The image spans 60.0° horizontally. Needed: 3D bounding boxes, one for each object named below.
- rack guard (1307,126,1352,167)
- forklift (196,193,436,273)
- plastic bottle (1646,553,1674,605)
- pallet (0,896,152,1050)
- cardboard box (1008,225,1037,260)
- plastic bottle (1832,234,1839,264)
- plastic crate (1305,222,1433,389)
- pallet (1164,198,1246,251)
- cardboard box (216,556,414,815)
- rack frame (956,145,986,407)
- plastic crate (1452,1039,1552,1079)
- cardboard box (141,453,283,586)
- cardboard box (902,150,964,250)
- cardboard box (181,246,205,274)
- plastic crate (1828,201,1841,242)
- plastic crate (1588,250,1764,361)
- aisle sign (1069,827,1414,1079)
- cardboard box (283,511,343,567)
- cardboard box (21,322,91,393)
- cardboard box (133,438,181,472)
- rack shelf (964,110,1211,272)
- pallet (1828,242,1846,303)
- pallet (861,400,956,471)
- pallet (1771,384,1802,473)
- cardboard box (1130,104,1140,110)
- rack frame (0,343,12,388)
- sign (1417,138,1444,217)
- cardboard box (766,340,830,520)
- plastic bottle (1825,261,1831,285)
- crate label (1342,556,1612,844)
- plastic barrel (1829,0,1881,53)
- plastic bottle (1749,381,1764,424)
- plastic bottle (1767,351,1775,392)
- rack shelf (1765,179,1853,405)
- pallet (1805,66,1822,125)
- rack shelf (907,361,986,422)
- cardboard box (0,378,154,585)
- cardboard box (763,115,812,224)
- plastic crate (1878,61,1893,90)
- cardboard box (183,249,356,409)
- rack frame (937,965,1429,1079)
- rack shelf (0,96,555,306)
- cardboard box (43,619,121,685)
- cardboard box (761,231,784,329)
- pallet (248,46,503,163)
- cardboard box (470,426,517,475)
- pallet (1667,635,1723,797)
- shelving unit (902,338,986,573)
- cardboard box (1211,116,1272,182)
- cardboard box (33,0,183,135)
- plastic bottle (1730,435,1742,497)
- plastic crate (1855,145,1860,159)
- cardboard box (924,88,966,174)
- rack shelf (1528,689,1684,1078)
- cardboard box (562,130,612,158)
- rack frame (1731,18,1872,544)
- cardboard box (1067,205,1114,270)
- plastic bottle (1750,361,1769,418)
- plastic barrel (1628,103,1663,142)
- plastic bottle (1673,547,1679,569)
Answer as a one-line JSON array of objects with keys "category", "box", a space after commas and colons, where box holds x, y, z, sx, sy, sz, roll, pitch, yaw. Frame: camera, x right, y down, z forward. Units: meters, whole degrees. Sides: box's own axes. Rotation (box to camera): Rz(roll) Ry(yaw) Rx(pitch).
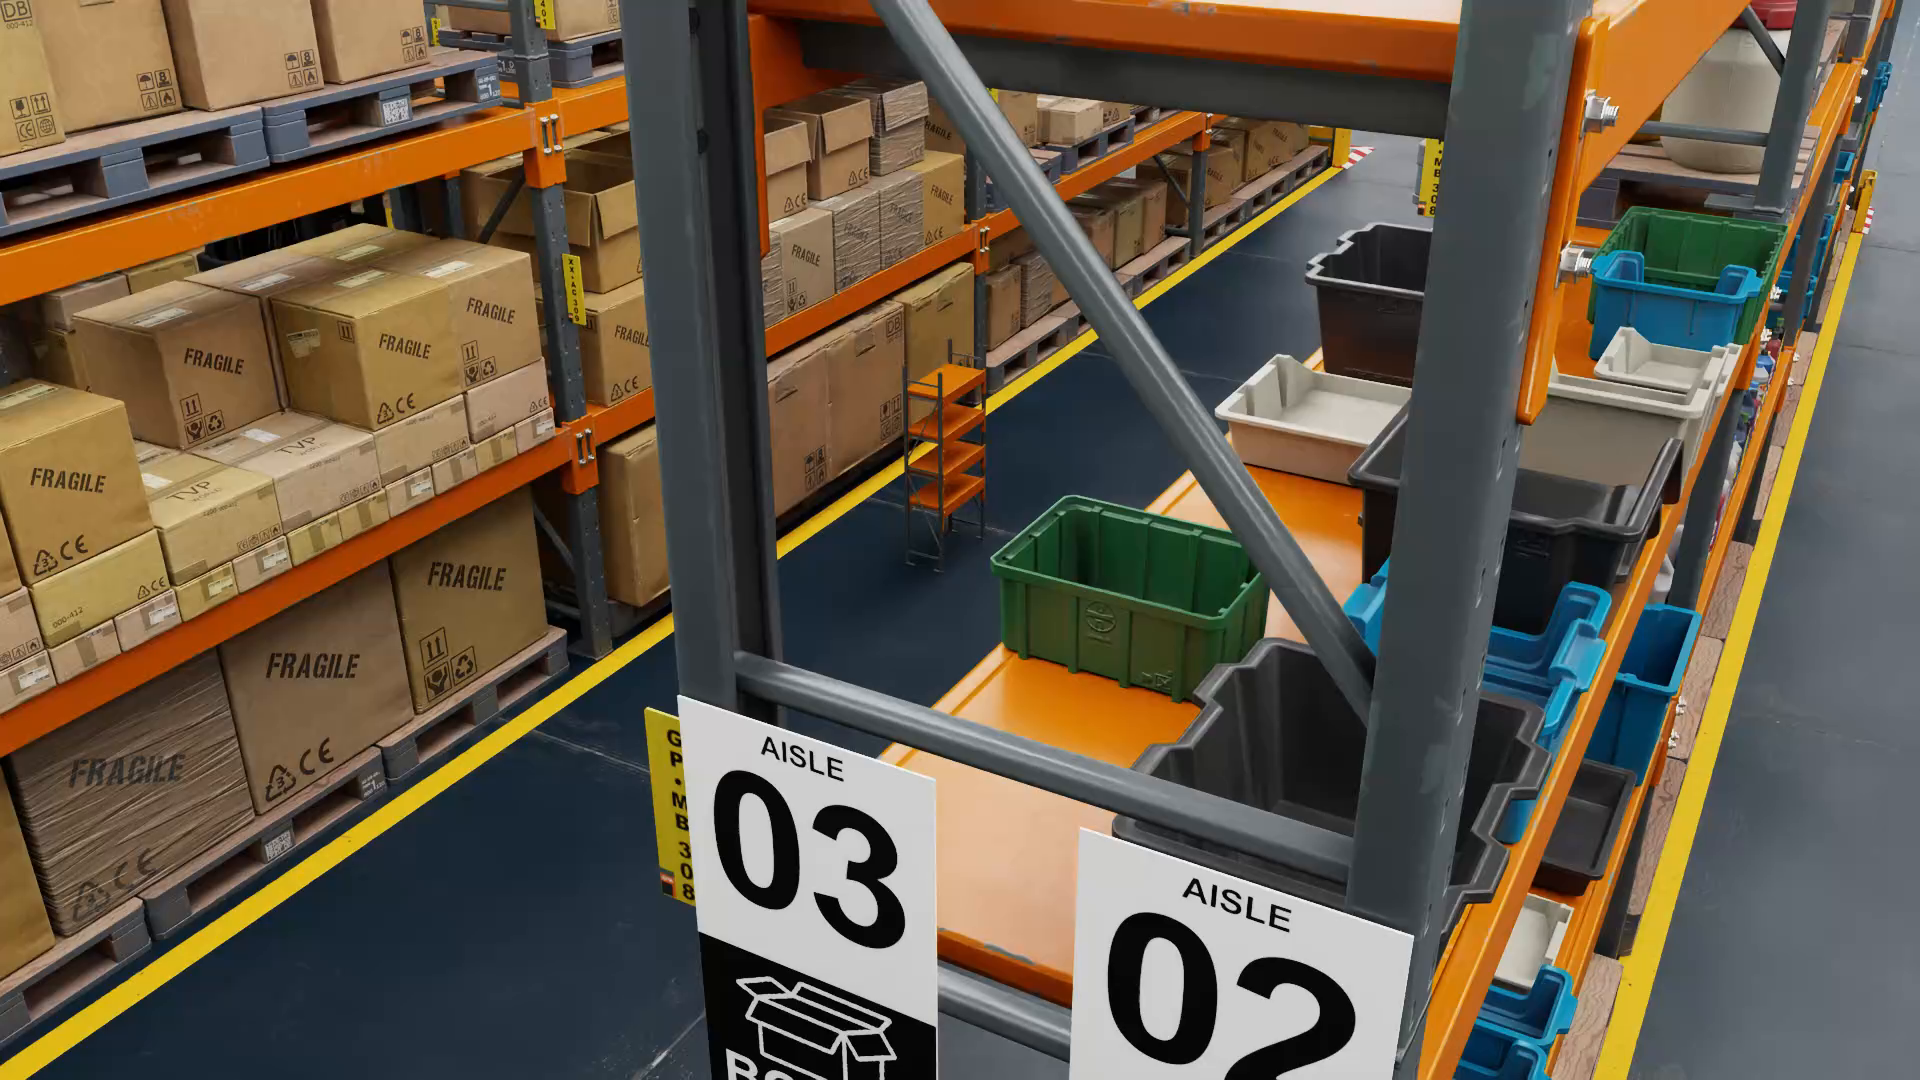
[{"category": "rack guard", "box": [3.610, -4.378, 17.938, 1.175, 0.500, 0.348, 14, 30, 26]}, {"category": "forklift", "box": [-3.968, -2.035, 10.541, 1.130, 2.935, 3.031, 8, 28, 16]}, {"category": "plastic bottle", "box": [2.531, 0.182, 6.090, 0.144, 0.351, 0.185, 14, 30, 26]}, {"category": "pallet", "box": [-3.899, 1.628, 6.262, 1.003, 0.211, 1.213, 14, 30, 26]}, {"category": "cardboard box", "box": [0.267, -2.299, 12.455, 0.500, 0.250, 0.500, 18, 32, 32]}, {"category": "plastic bottle", "box": [7.221, -2.455, 13.855, 0.152, 0.276, 0.135, 13, 30, 25]}, {"category": "plastic crate", "box": [1.206, -0.618, 4.428, 0.497, 0.269, 0.590, 14, 30, 26]}, {"category": "pallet", "box": [1.979, -2.989, 15.486, 1.003, 0.211, 1.213, 14, 30, 26]}, {"category": "cardboard box", "box": [-3.093, 0.504, 7.297, 0.875, 0.875, 0.875, 14, 30, 26]}, {"category": "rack frame", "box": [-0.288, -2.408, 11.209, 1.000, 3.000, 0.127, 14, 30, 26]}, {"category": "plastic crate", "box": [1.144, 1.312, 3.899, 0.416, 0.233, 0.300, 14, 30, 26]}, {"category": "cardboard box", "box": [-3.000, -0.087, 6.409, 0.500, 0.250, 0.500, 14, 30, 25]}, {"category": "cardboard box", "box": [-0.315, -2.206, 10.694, 0.500, 0.500, 0.500, 15, 30, 28]}, {"category": "cardboard box", "box": [-5.417, -2.022, 11.923, 0.500, 0.250, 0.500, 15, 30, 28]}, {"category": "plastic crate", "box": [5.381, -2.041, 10.712, 0.450, 0.188, 0.662, 14, 30, 26]}, {"category": "plastic crate", "box": [1.886, -0.600, 4.433, 0.416, 0.233, 0.300, 14, 30, 26]}, {"category": "aisle sign", "box": [0.312, 0.731, 2.034, 0.394, 0.787, 0.004, 14, 30, 26]}, {"category": "cardboard box", "box": [-2.753, -0.045, 6.769, 0.380, 0.149, 0.250, 14, 30, 25]}, {"category": "cardboard box", "box": [-5.930, -1.280, 11.280, 0.500, 0.500, 0.500, 15, 30, 28]}, {"category": "cardboard box", "box": [-3.464, -0.203, 6.640, 0.500, 0.250, 0.500, 14, 30, 26]}, {"category": "rack shelf", "box": [0.696, -2.866, 12.927, 1.077, 0.370, 4.000, 14, 30, 26]}, {"category": "pallet", "box": [6.957, -2.359, 14.227, 1.003, 0.211, 1.213, 14, 30, 26]}, {"category": "pallet", "box": [-0.742, -0.870, 11.253, 1.003, 0.211, 1.213, 14, 30, 26]}, {"category": "pallet", "box": [5.040, -0.837, 11.187, 1.003, 0.211, 1.213, 14, 30, 26]}, {"category": "cardboard box", "box": [1.167, -4.144, 13.538, 1.000, 1.000, 1.000, 14, 30, 26]}, {"category": "rack frame", "box": [-6.525, -1.981, 10.356, 1.000, 3.000, 0.127, 14, 30, 26]}, {"category": "sign", "box": [1.578, -1.226, 5.486, 0.100, 0.325, 0.005, 14, 30, 26]}, {"category": "cardboard box", "box": [-1.520, -0.689, 9.680, 1.225, 0.875, 0.875, 13, 29, 24]}, {"category": "plastic bottle", "box": [6.843, -2.185, 13.232, 0.144, 0.351, 0.185, 13, 29, 24]}, {"category": "crate label", "box": [0.824, 0.237, 2.740, 0.408, 0.251, 0.502, 14, 30, 26]}, {"category": "plastic barrel", "box": [4.443, -2.762, 8.441, 0.421, 0.512, 0.421, 0, 27, 0]}, {"category": "plastic bottle", "box": [3.771, -0.656, 7.932, 0.097, 0.201, 0.097, 0, 27, 0]}, {"category": "plastic bottle", "box": [4.010, -0.846, 8.311, 0.097, 0.201, 0.097, 0, 27, 0]}, {"category": "rack shelf", "box": [5.008, -1.775, 10.749, 1.077, 0.370, 4.000, 14, 30, 26]}, {"category": "pallet", "box": [2.912, -1.785, 6.825, 1.003, 0.211, 1.213, 14, 30, 26]}, {"category": "rack shelf", "box": [-0.081, -0.823, 9.177, 0.258, 0.148, 0.480, 14, 30, 26]}, {"category": "cardboard box", "box": [-3.257, -0.217, 5.830, 0.500, 0.500, 0.500, 13, 30, 25]}, {"category": "cardboard box", "box": [-1.309, -2.104, 9.369, 0.797, 0.503, 0.637, 15, 30, 28]}, {"category": "plastic crate", "box": [7.974, -4.108, 14.771, 0.499, 0.251, 0.616, 14, 30, 26]}, {"category": "cardboard box", "box": [-2.963, -0.930, 7.254, 0.500, 0.500, 0.500, 14, 30, 26]}, {"category": "rack frame", "box": [0.088, 1.801, 2.802, 1.000, 3.000, 0.127, 14, 30, 26]}, {"category": "rack shelf", "box": [-3.240, -1.089, 6.028, 1.077, 0.370, 4.000, 14, 30, 26]}, {"category": "cardboard box", "box": [-3.258, 0.356, 5.969, 0.380, 0.149, 0.250, 14, 30, 25]}, {"category": "cardboard box", "box": [-1.319, -1.409, 9.102, 0.500, 0.500, 0.500, 13, 30, 25]}, {"category": "pallet", "box": [-2.668, -1.834, 6.811, 1.003, 0.211, 1.213, 14, 30, 26]}, {"category": "cardboard box", "box": [-2.248, -0.445, 7.569, 0.380, 0.149, 0.250, 15, 30, 27]}, {"category": "pallet", "box": [3.071, 0.720, 8.076, 1.003, 0.211, 1.213, 14, 30, 26]}, {"category": "shelving unit", "box": [-0.081, -0.472, 9.353, 0.258, 1.200, 0.503, 14, 30, 26]}, {"category": "cardboard box", "box": [2.737, -3.876, 16.465, 0.500, 0.500, 0.500, 17, 31, 31]}, {"category": "cardboard box", "box": [-3.238, -1.768, 5.888, 0.700, 0.500, 0.500, 16, 31, 28]}, {"category": "plastic bottle", "box": [3.314, -0.326, 7.193, 0.097, 0.271, 0.097, 0, 27, 0]}, {"category": "plastic crate", "box": [6.360, -3.024, 12.510, 0.767, 0.338, 0.504, 14, 30, 26]}, {"category": "cardboard box", "box": [-0.057, -2.860, 11.531, 0.500, 0.500, 0.500, 10, 28, 20]}, {"category": "rack shelf", "box": [1.072, 1.343, 4.520, 1.077, 0.370, 4.000, 14, 30, 26]}, {"category": "cardboard box", "box": [-3.752, -3.280, 14.996, 1.050, 0.750, 0.750, 15, 30, 27]}, {"category": "rack frame", "box": [4.024, -1.317, 9.030, 1.000, 3.000, 0.127, 14, 30, 26]}, {"category": "cardboard box", "box": [0.833, -2.411, 13.517, 0.700, 0.500, 0.500, 12, 29, 22]}, {"category": "plastic bottle", "box": [3.819, -0.725, 7.992, 0.097, 0.271, 0.097, 0, 27, 0]}, {"category": "plastic barrel", "box": [2.328, -1.772, 5.909, 0.600, 0.588, 0.600, 0, 27, 0]}, {"category": "plastic bottle", "box": [2.762, 0.111, 6.320, 0.097, 0.271, 0.097, 0, 27, 0]}]
